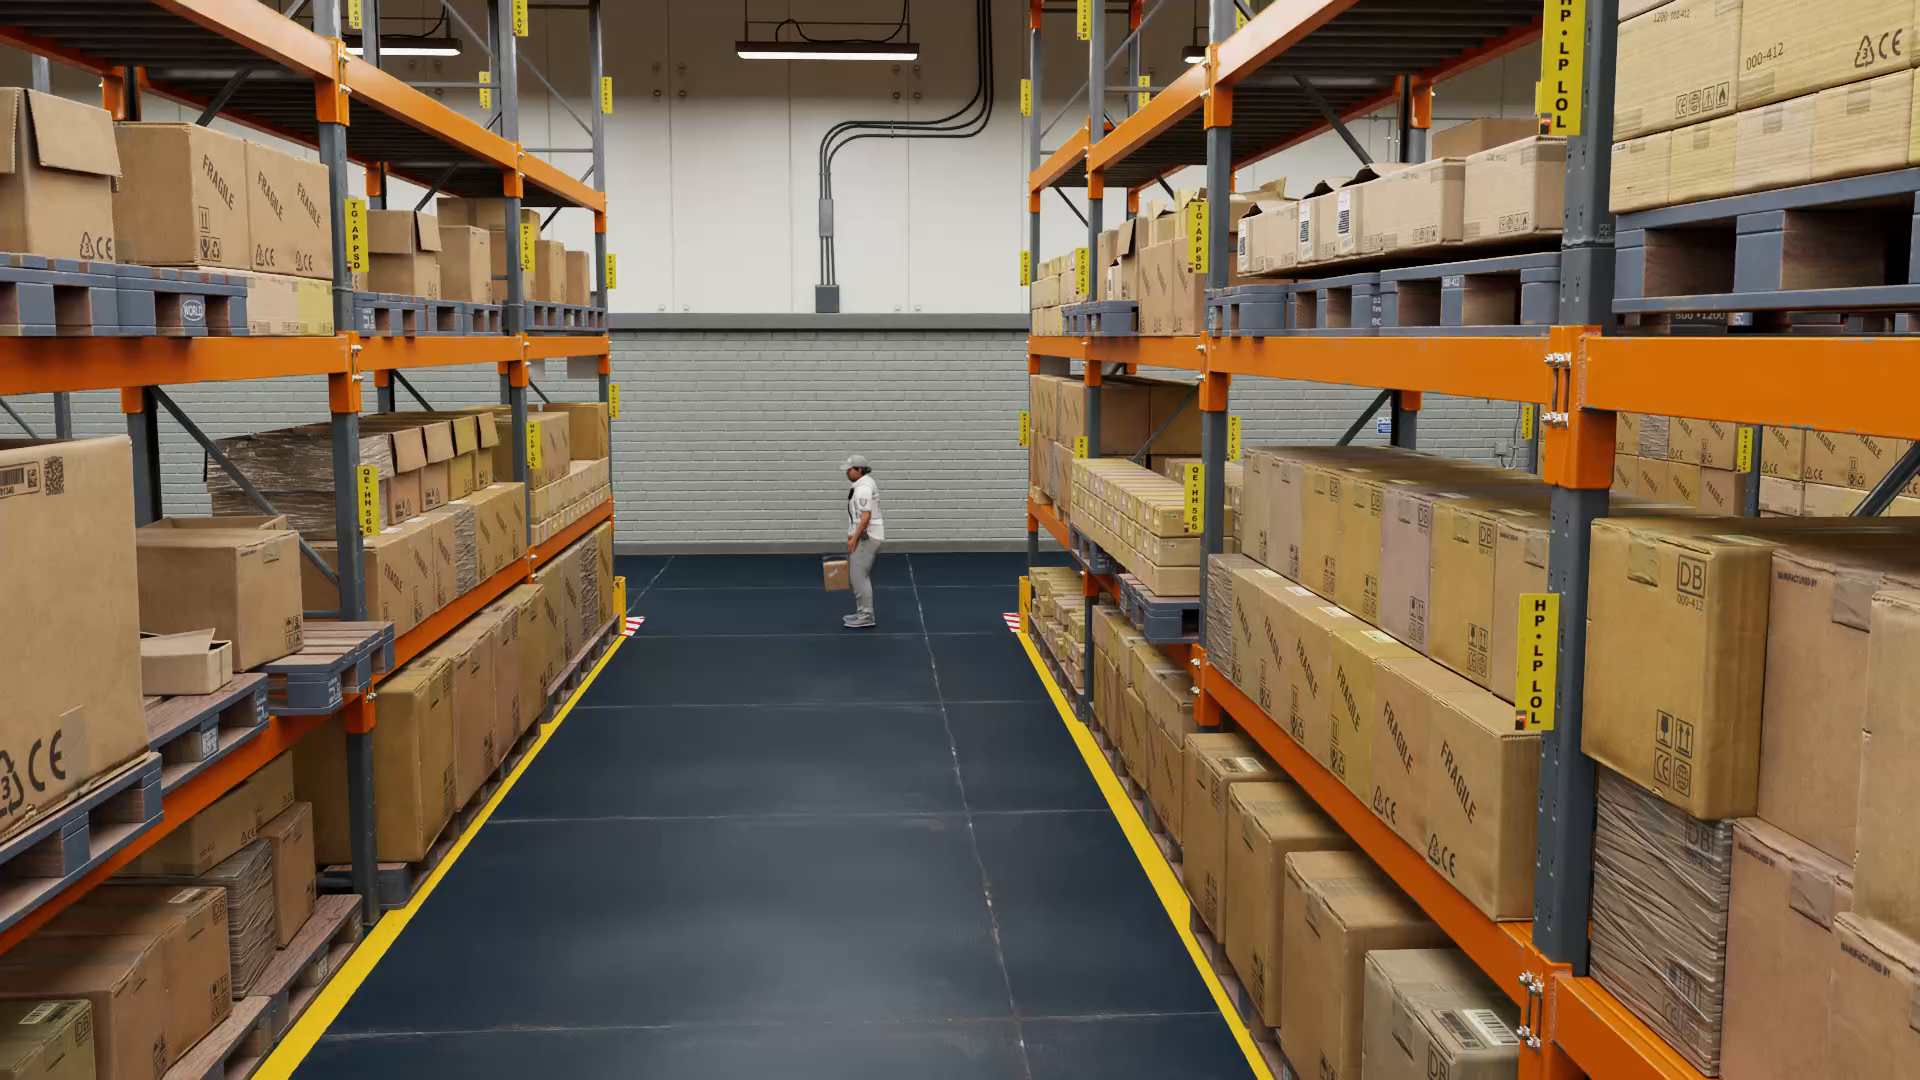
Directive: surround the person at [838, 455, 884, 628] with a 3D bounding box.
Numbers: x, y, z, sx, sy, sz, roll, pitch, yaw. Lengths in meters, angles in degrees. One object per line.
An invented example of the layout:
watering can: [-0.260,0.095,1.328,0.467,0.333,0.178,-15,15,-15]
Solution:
person: [-0.961,-0.001,16.215,0.439,1.670,0.526,-1,7,-5]
